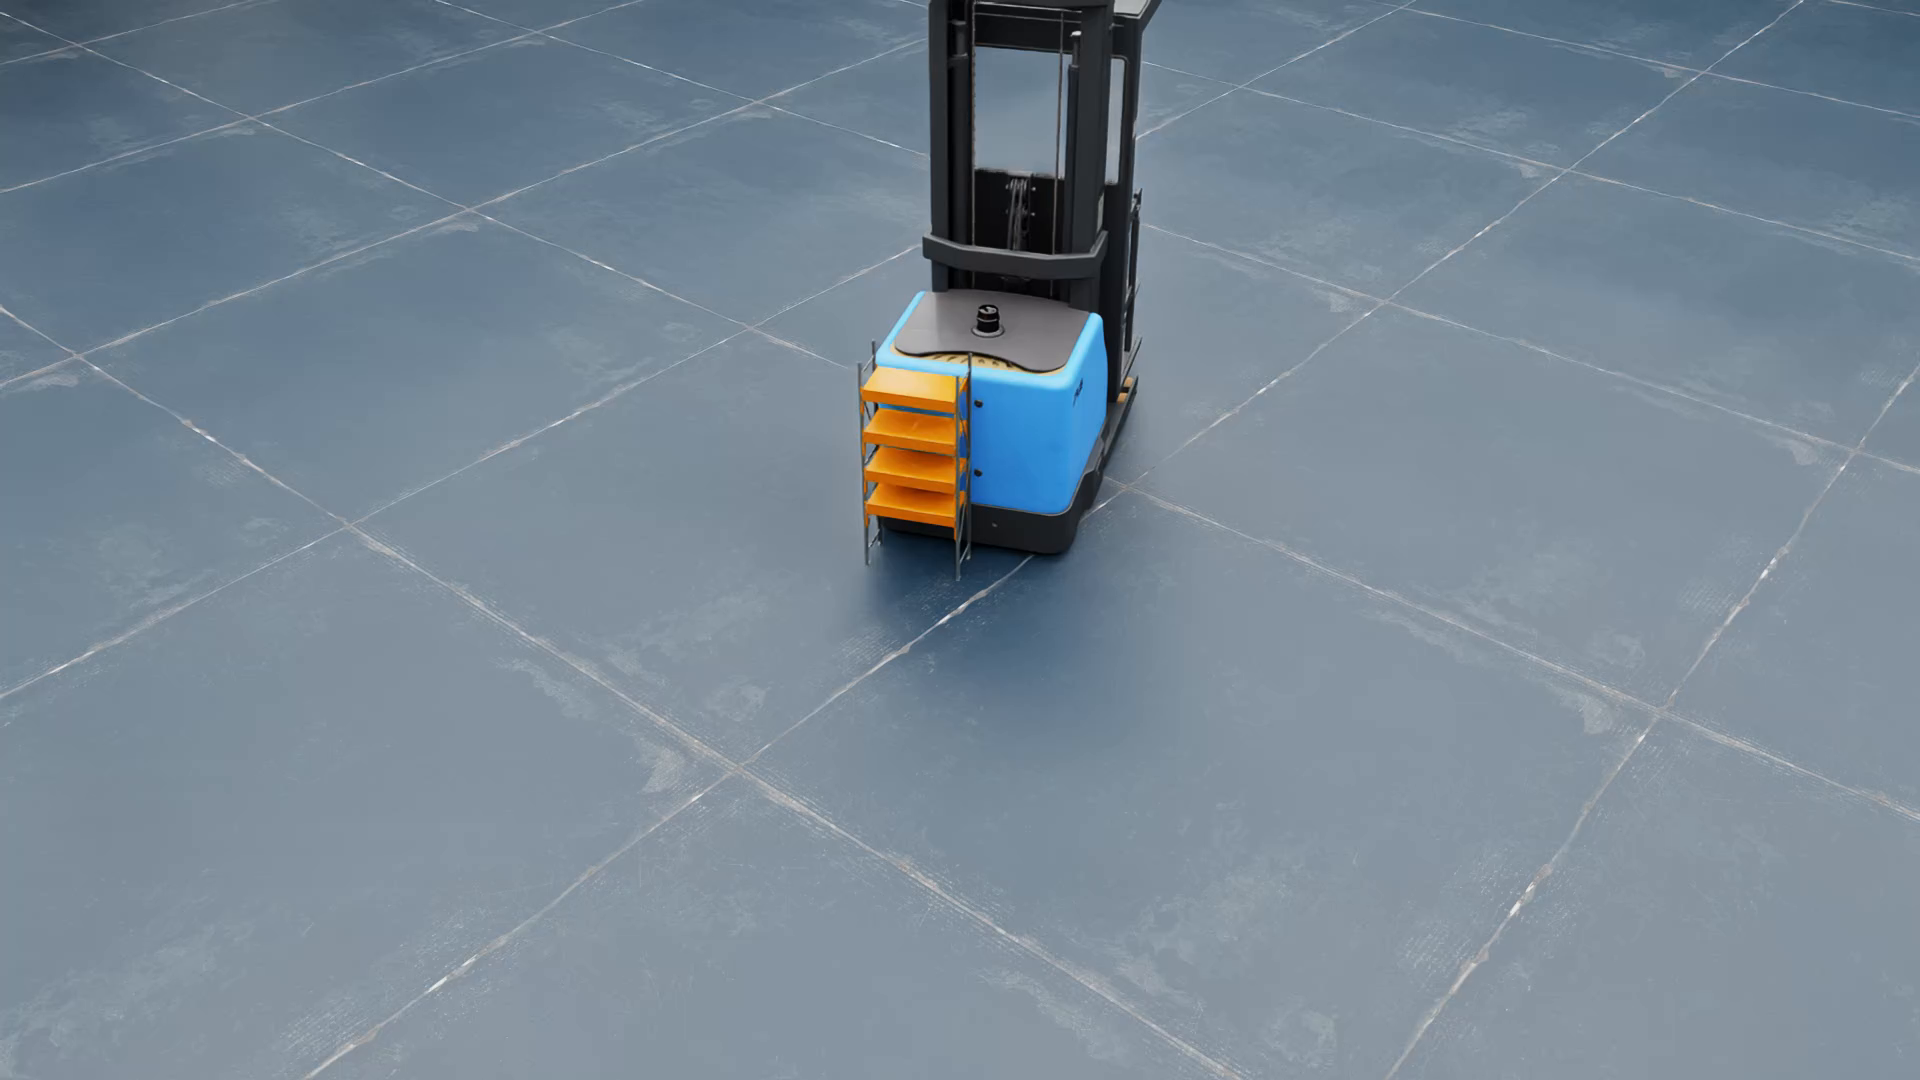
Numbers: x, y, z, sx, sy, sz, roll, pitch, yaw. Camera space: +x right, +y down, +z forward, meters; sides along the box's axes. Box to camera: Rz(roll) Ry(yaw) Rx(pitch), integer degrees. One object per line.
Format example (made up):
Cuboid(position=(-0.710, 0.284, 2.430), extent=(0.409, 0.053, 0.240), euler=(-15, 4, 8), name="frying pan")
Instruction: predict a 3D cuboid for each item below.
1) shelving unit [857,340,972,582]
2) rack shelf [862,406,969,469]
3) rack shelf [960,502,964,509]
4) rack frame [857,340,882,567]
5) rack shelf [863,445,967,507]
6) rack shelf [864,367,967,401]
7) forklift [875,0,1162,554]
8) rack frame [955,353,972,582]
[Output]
Cuboid(position=(-0.217, -0.382, 8.329), extent=(0.503, 1.200, 0.258), euler=(9, 36, 13), name="shelving unit")
Cuboid(position=(-0.217, -0.511, 8.240), extent=(0.480, 0.148, 0.258), euler=(9, 36, 13), name="rack shelf")
Cuboid(position=(-0.217, -0.187, 8.463), extent=(0.442, 0.029, 0.199), euler=(9, 36, 13), name="rack shelf")
Cuboid(position=(-0.452, -0.420, 8.383), extent=(0.015, 1.200, 0.240), euler=(9, 36, 13), name="rack frame")
Cuboid(position=(-0.217, -0.327, 8.367), extent=(0.480, 0.148, 0.258), euler=(9, 36, 13), name="rack shelf")
Cuboid(position=(-0.217, -0.738, 8.084), extent=(0.457, 0.050, 0.221), euler=(9, 36, 13), name="rack shelf")
Cuboid(position=(0.444, -1.969, 9.110), extent=(1.130, 2.935, 3.031), euler=(9, 36, 13), name="forklift")
Cuboid(position=(0.018, -0.345, 8.275), extent=(0.015, 1.200, 0.240), euler=(9, 36, 13), name="rack frame")
